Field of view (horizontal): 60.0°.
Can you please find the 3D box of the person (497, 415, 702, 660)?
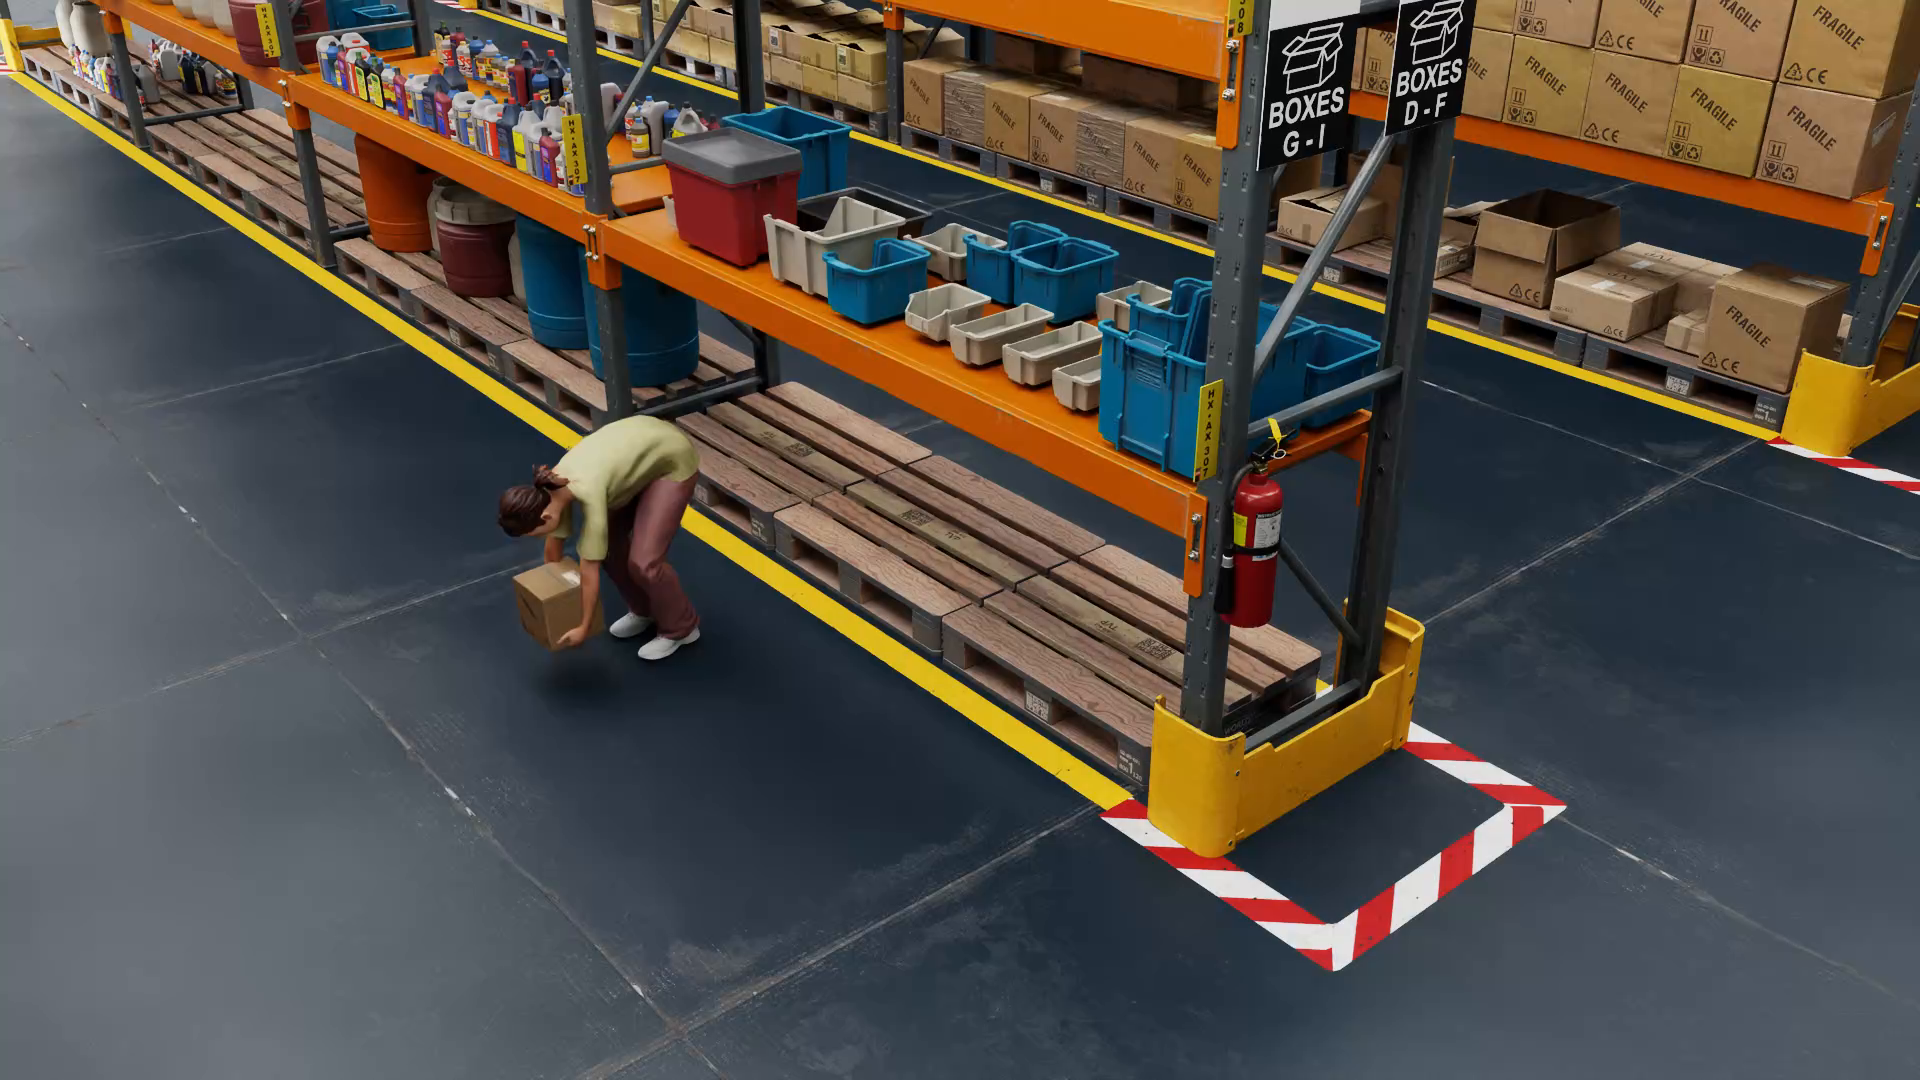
[{"bbox_3d":[-1.439,0.041,6.764,0.866,0.997,0.446,-24,36,-37],"label":"person"}]
